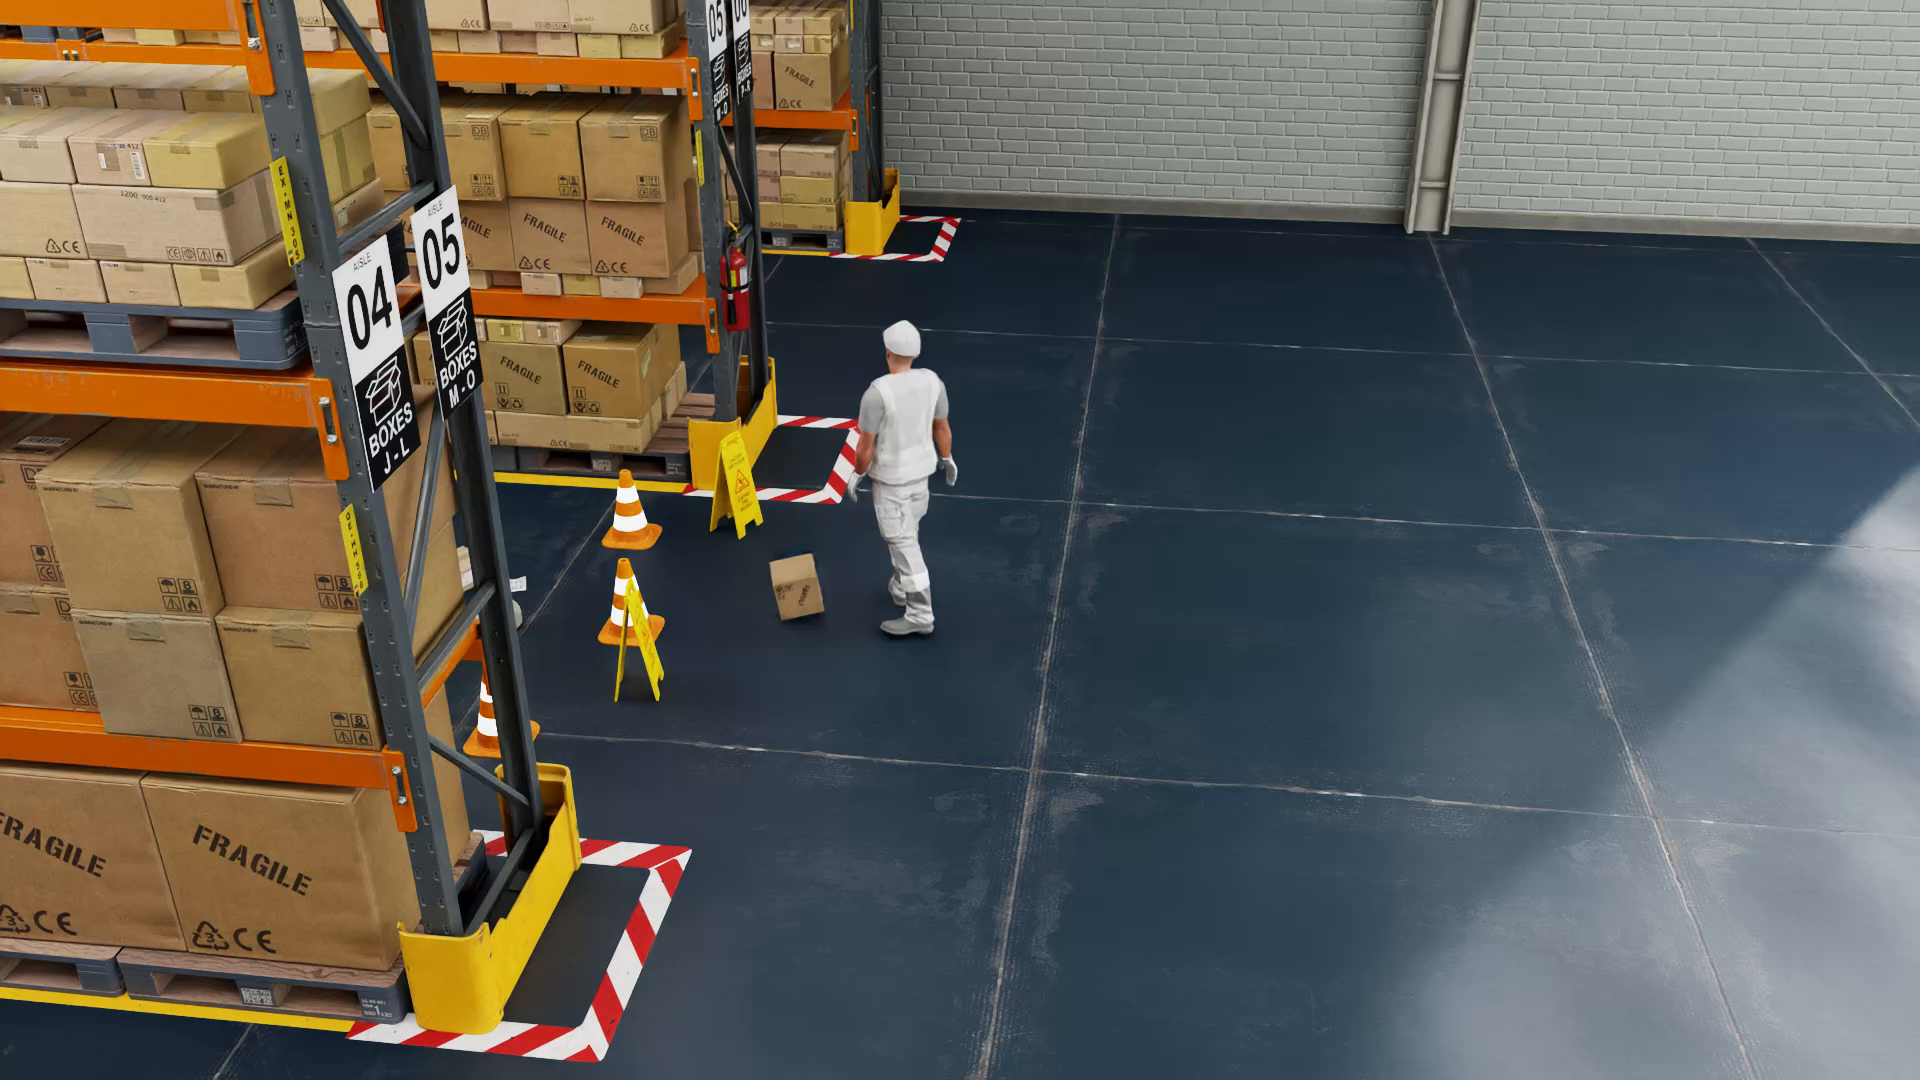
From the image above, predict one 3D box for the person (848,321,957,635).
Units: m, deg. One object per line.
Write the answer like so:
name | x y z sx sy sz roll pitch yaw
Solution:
person | -0.294 -0.373 9.298 0.647 1.784 0.643 -21 34 -34
